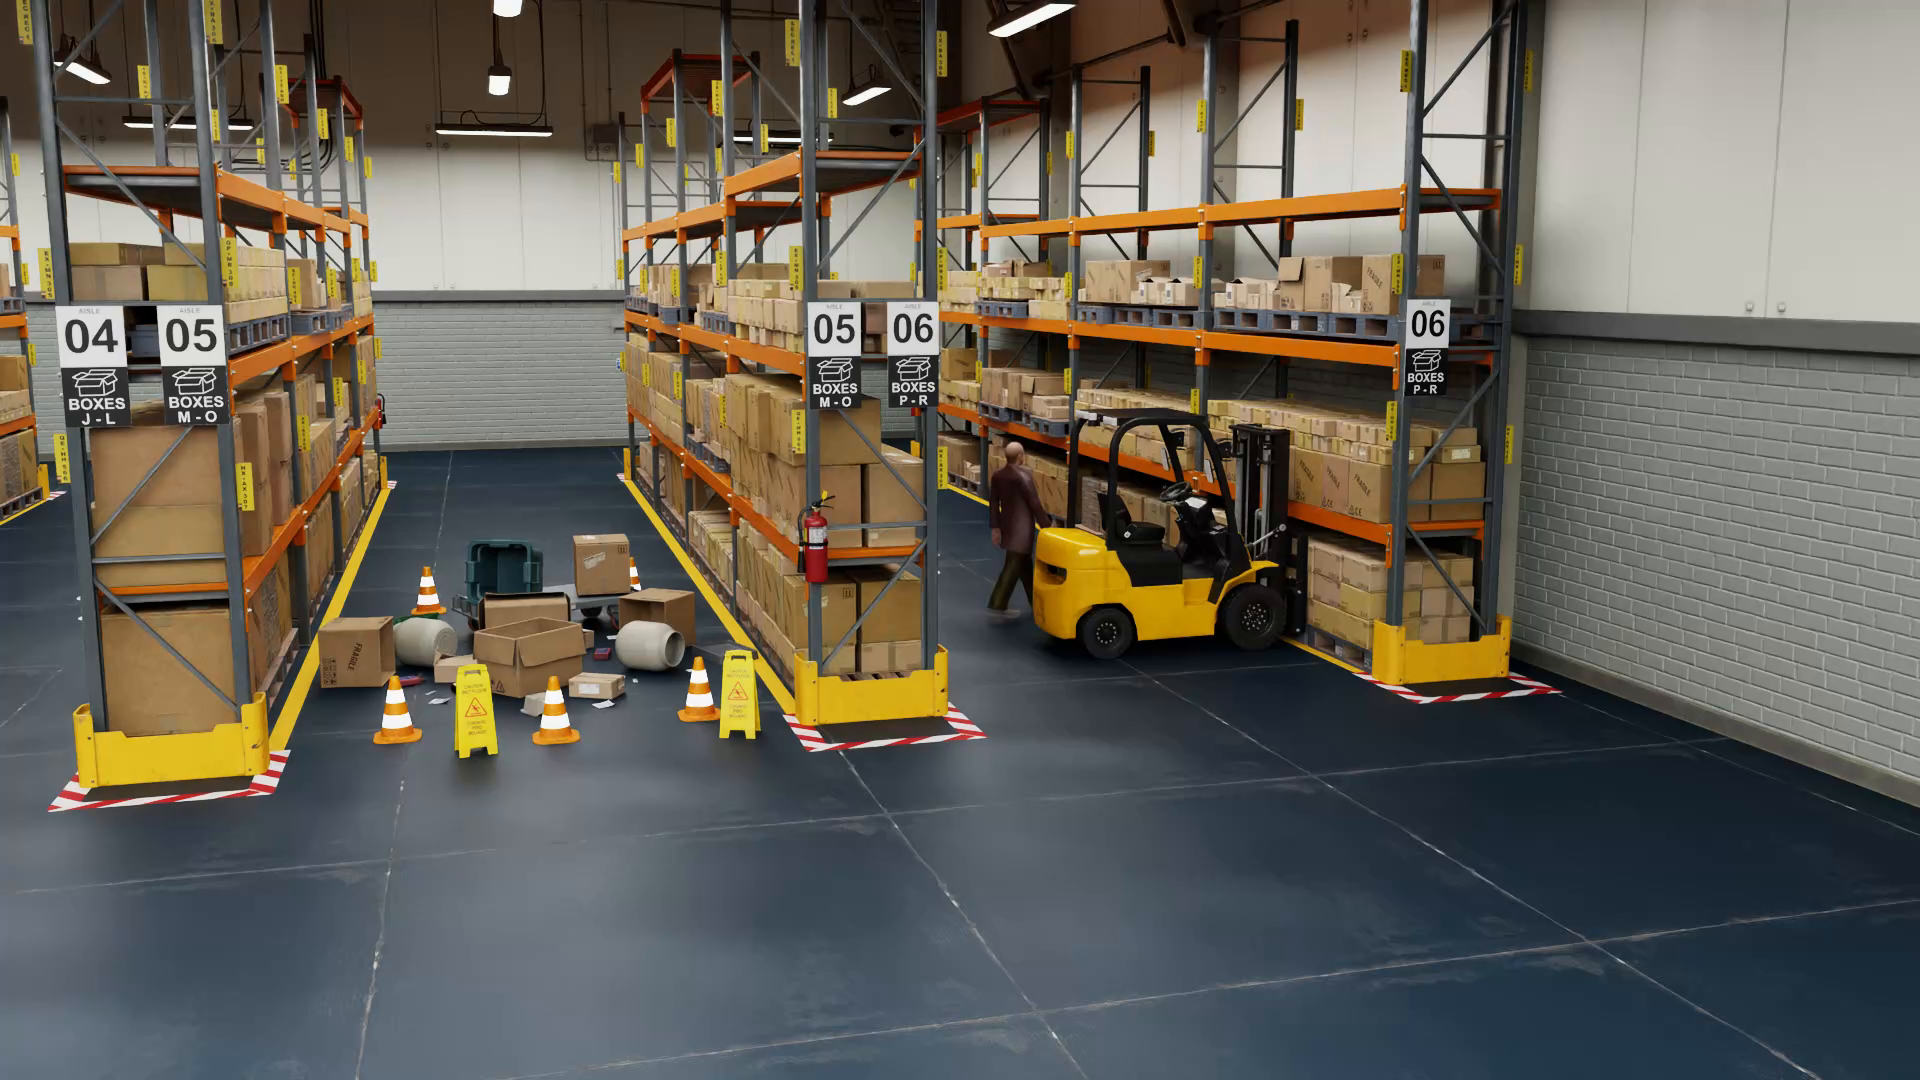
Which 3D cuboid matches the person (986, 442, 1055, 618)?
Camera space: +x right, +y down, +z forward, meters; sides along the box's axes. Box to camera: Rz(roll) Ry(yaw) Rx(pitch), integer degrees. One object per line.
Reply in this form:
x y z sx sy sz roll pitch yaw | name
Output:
0.657 -0.119 16.600 1.020 1.735 0.607 -6 11 -31 | person
